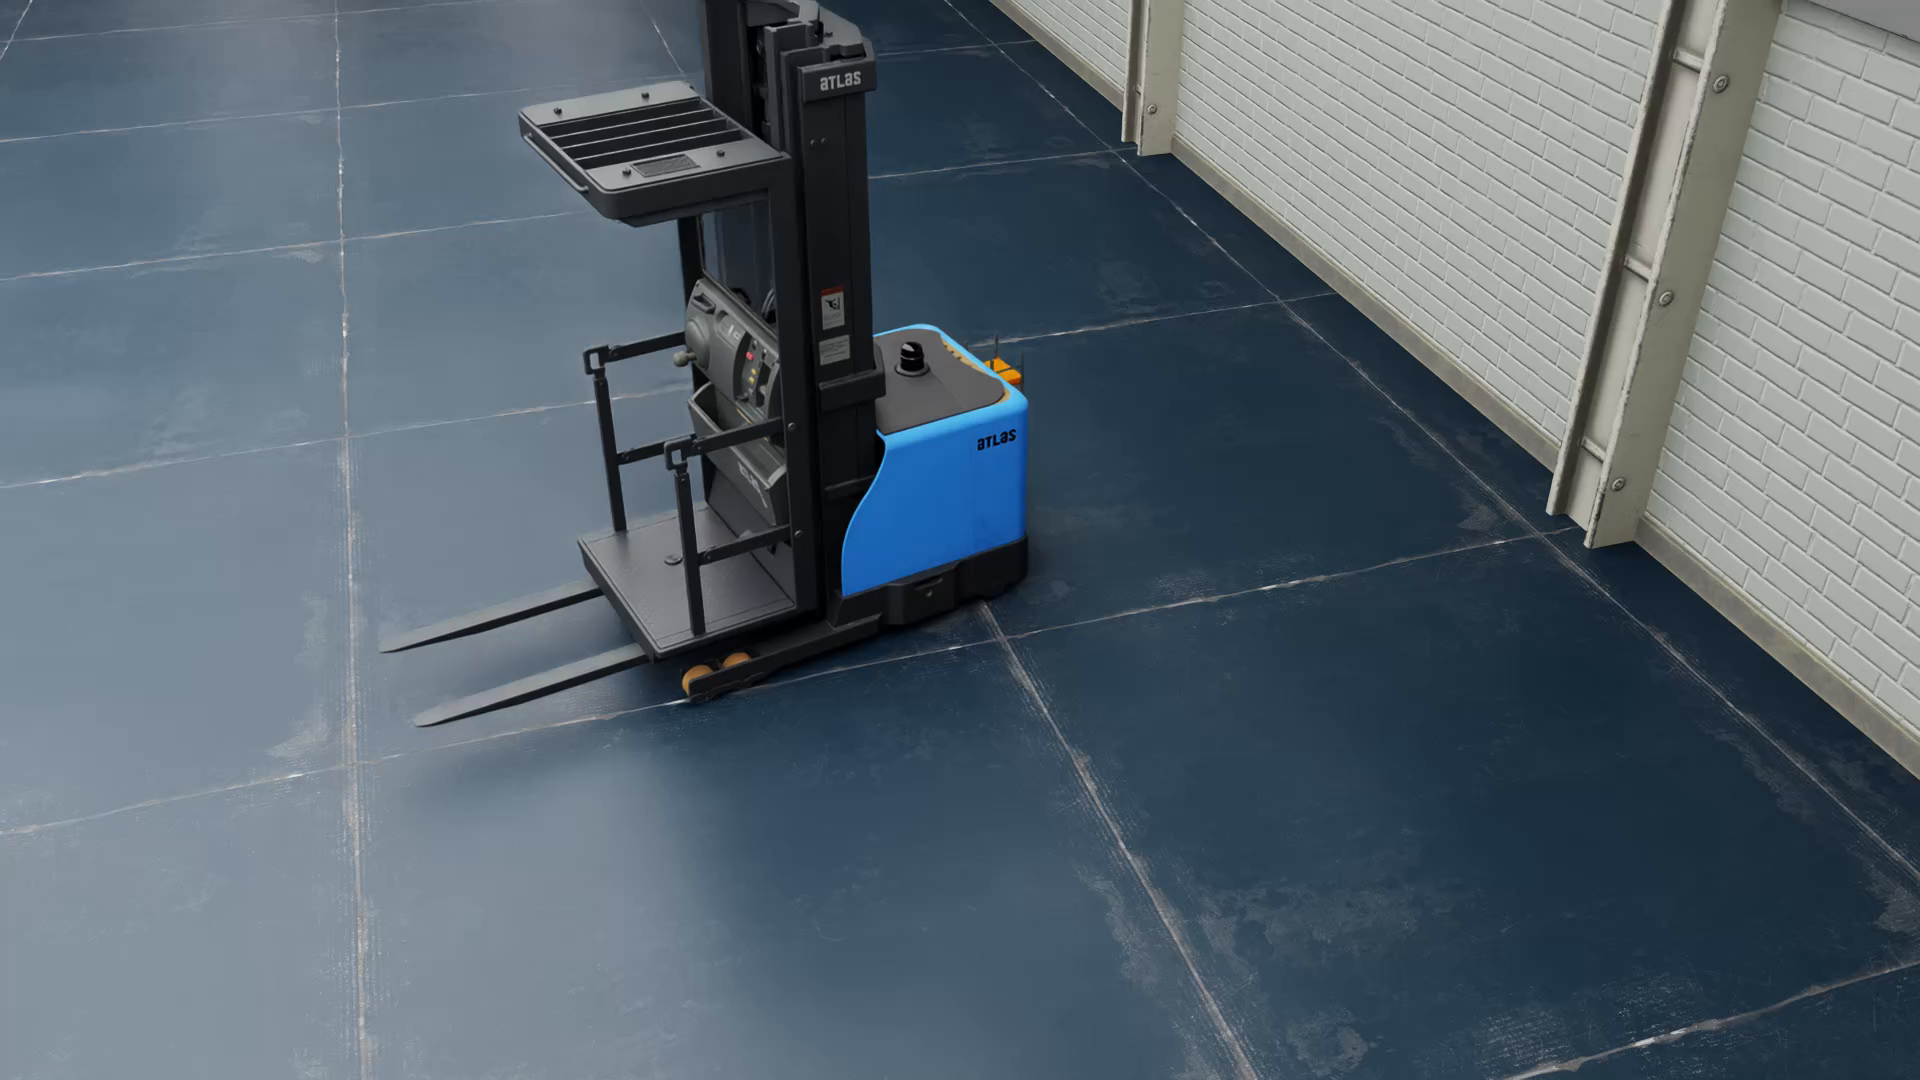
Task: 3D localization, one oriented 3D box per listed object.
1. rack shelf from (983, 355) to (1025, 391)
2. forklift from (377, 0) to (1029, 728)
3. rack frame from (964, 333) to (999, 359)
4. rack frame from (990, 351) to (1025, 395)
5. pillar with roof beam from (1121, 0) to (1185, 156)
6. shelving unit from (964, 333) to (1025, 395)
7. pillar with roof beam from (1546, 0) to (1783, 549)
[{"bbox_3d":[0.172,-0.755,8.445,0.215,0.259,0.240,-18,38,-26],"label":"rack shelf"},{"bbox_3d":[-1.194,-0.814,7.323,3.031,2.935,1.130,-18,37,-25],"label":"forklift"},{"bbox_3d":[0.109,-0.585,8.683,0.200,1.050,0.008,-18,38,-26],"label":"rack frame"},{"bbox_3d":[0.235,-0.470,8.508,0.200,1.050,0.008,-18,38,-26],"label":"rack frame"},{"bbox_3d":[-2.560,-6.263,10.066,9.100,9.000,0.400,-10,35,-15],"label":"pillar with roof beam"},{"bbox_3d":[0.172,-0.527,8.596,0.215,1.050,0.252,-18,38,-26],"label":"shelving unit"},{"bbox_3d":[-0.730,-3.113,5.299,9.100,9.000,0.400,-10,35,-15],"label":"pillar with roof beam"}]
